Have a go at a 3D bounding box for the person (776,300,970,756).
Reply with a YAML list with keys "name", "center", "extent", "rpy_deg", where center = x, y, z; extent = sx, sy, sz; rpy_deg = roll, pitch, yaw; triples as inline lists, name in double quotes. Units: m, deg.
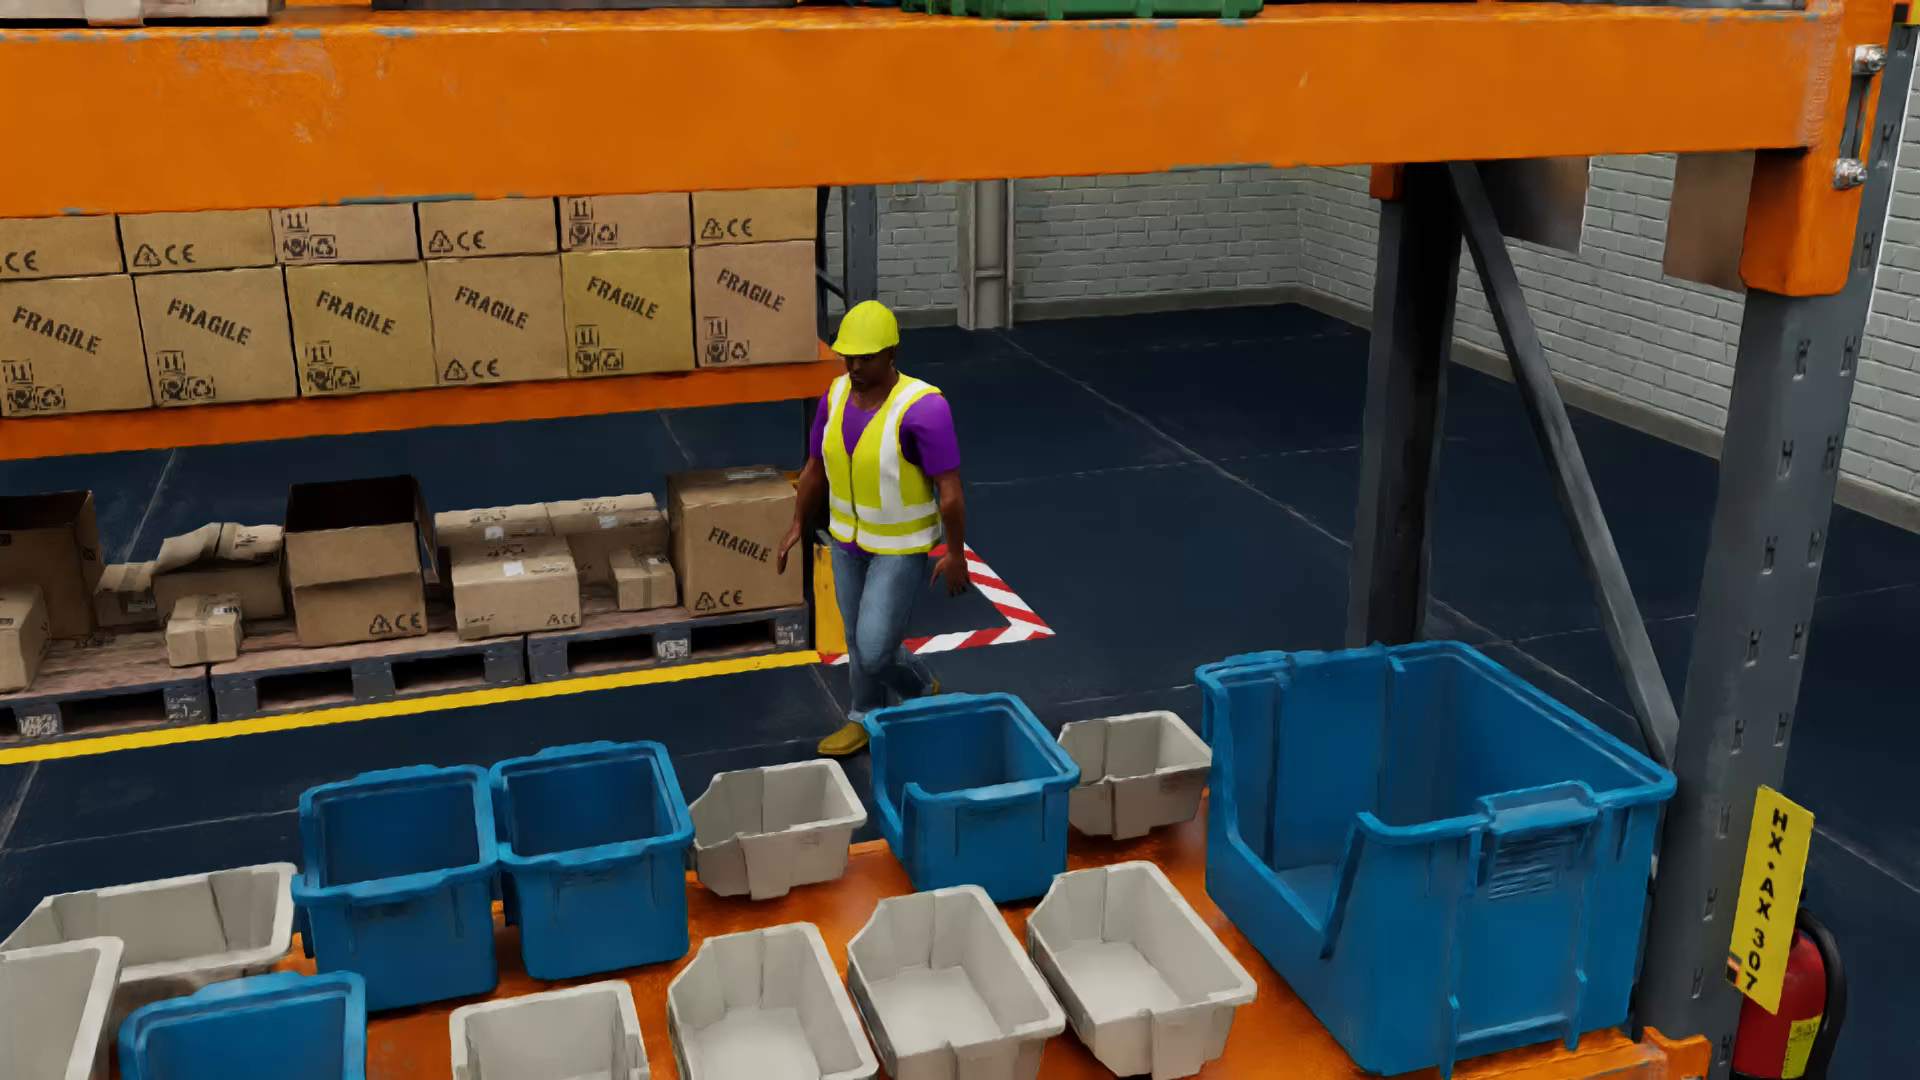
- name: "person"
  center: [-0.284, -0.005, 5.993]
  extent: [0.726, 1.752, 0.494]
  rpy_deg: [14, 24, 36]
